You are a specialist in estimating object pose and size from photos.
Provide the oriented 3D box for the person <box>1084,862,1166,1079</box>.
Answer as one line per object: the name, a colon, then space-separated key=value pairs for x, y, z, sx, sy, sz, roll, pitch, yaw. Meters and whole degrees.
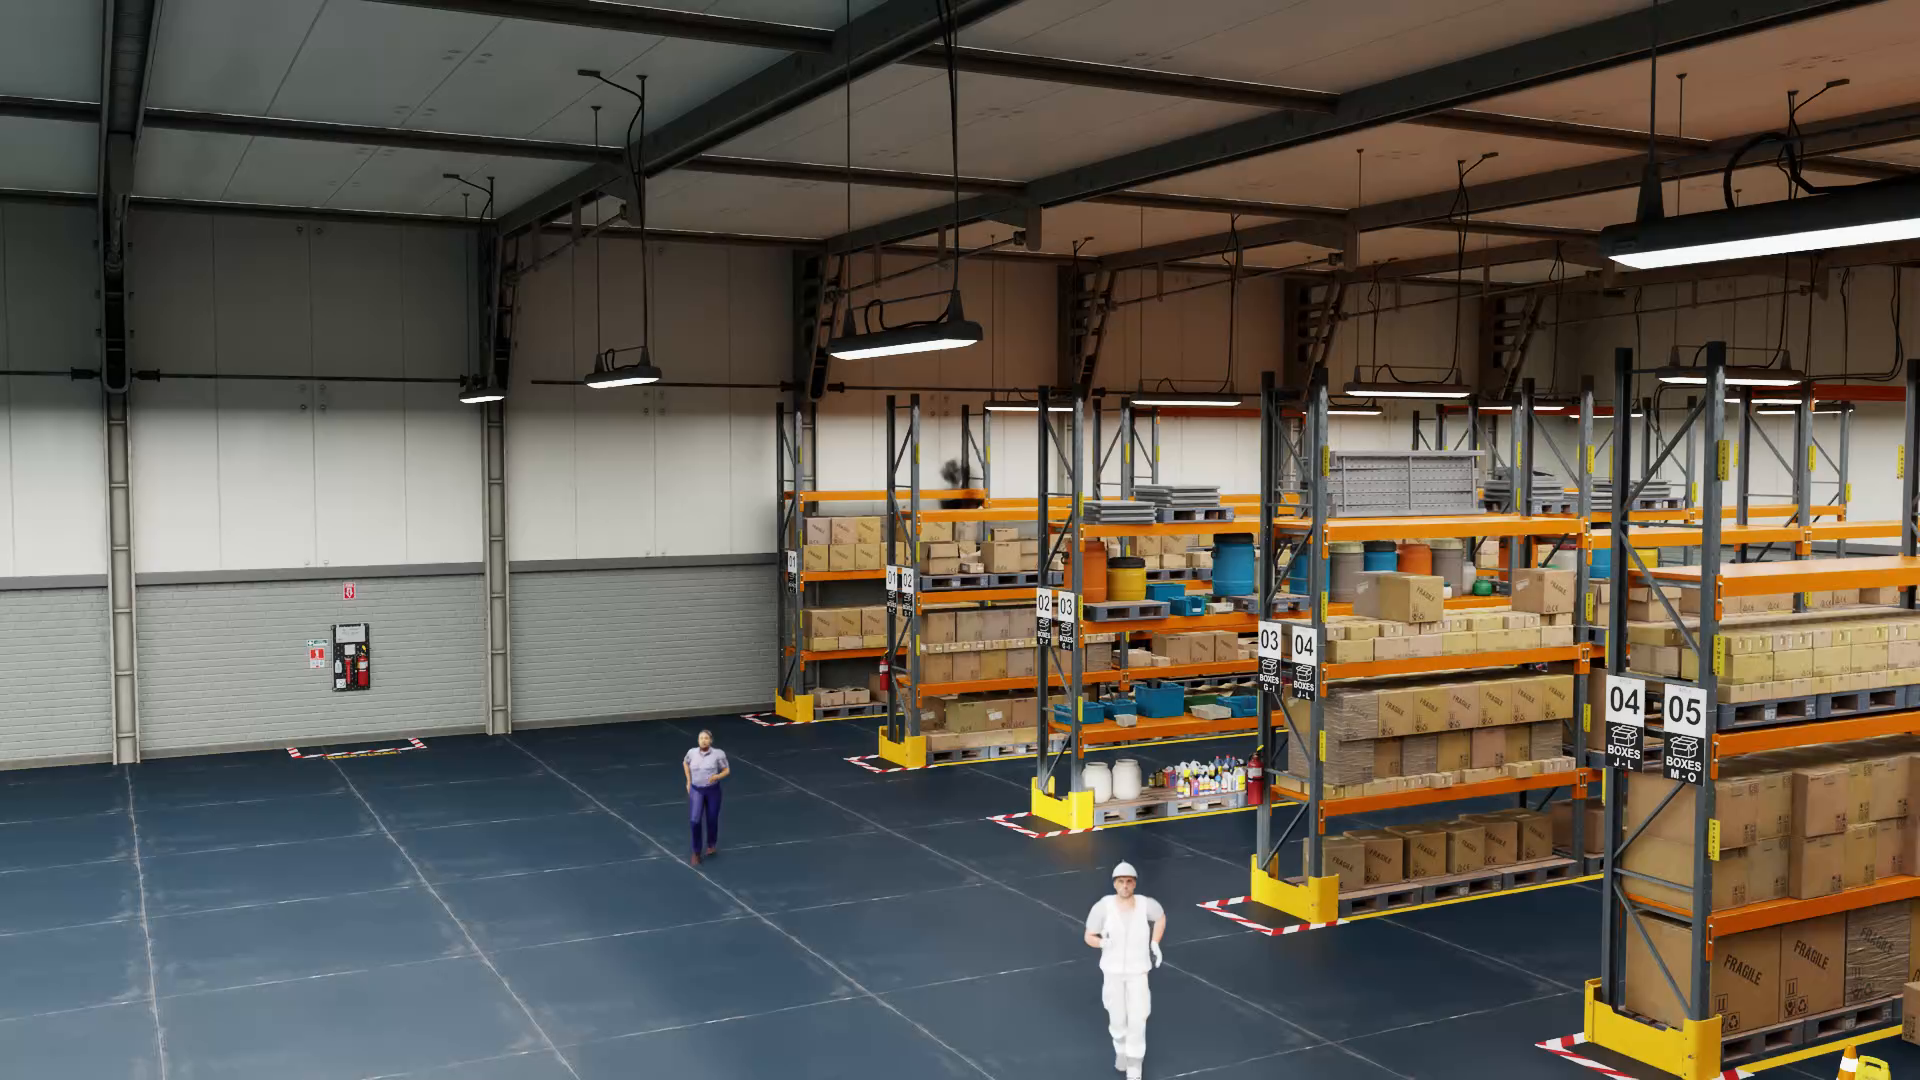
person: x=1.322 y=3.494 z=13.363 sx=0.644 sy=1.828 sz=0.857 roll=0 pitch=3 yaw=8

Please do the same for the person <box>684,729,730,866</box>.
person: x=-3.149 y=3.195 z=20.659 sx=0.590 sy=1.704 sz=0.738 roll=0 pitch=3 yaw=-5
